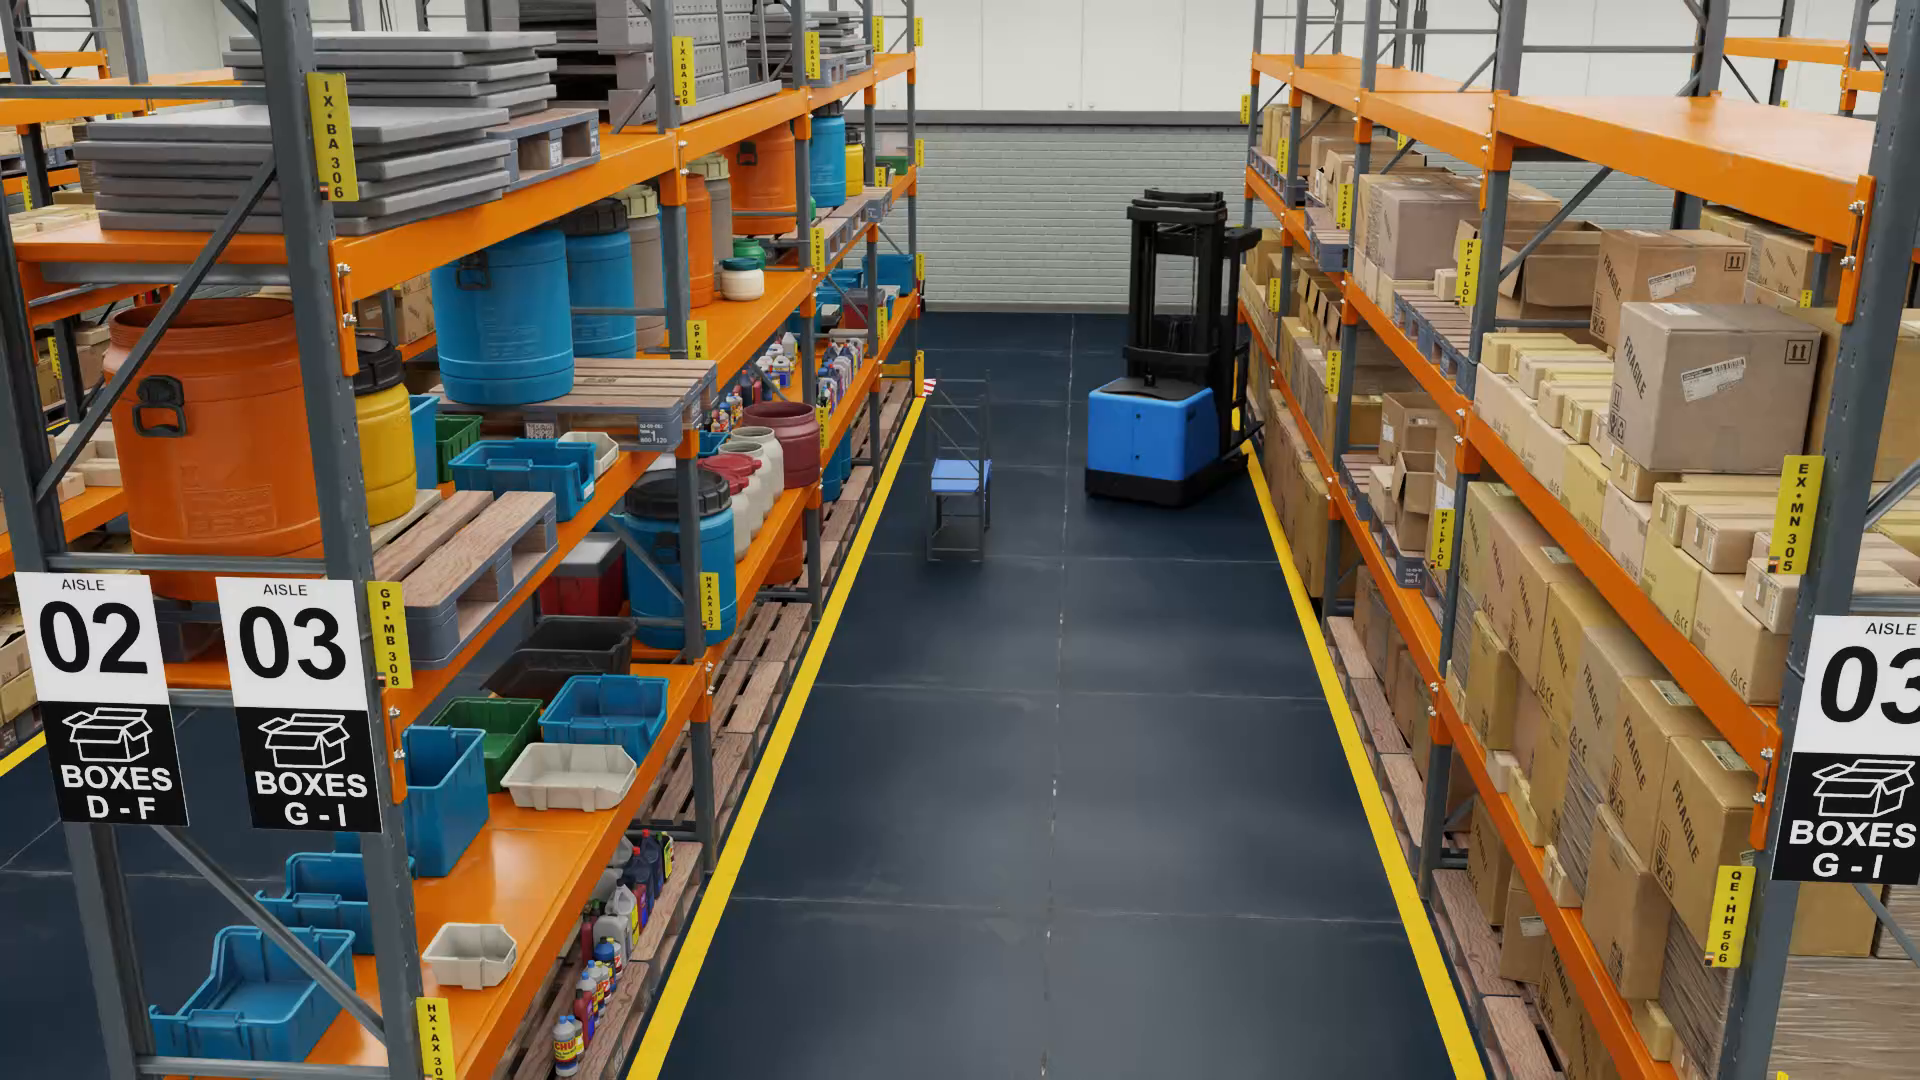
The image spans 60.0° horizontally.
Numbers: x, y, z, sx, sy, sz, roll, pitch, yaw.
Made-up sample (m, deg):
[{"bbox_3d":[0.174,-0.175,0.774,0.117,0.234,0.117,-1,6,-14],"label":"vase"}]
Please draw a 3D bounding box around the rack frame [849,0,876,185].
[{"bbox_3d":[-1.322,-4.888,15.716,1.000,3.000,0.127,1,18,4],"label":"rack frame"}]

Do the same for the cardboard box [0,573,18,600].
[{"bbox_3d":[-6.948,0.412,12.017,0.500,0.311,0.500,1,18,2],"label":"cardboard box"}]

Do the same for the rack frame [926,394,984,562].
[{"bbox_3d":[-0.043,-0.528,14.454,0.500,1.500,0.032,1,18,4],"label":"rack frame"}]

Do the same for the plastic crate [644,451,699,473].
[{"bbox_3d":[-2.030,-0.330,11.338,0.402,0.464,0.583,1,18,4],"label":"plastic crate"}]

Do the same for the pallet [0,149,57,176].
[{"bbox_3d":[-11.045,-4.274,18.800,1.003,0.211,1.213,1,18,4],"label":"pallet"}]

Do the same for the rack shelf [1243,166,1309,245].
[{"bbox_3d":[3.761,-3.632,17.854,1.077,0.370,4.000,1,18,4],"label":"rack shelf"}]

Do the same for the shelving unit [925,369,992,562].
[{"bbox_3d":[-0.006,-0.686,14.936,0.538,1.500,1.048,1,18,4],"label":"shelving unit"}]

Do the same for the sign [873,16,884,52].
[{"bbox_3d":[-0.774,-4.776,15.710,0.100,0.325,0.005,1,18,4],"label":"sign"}]

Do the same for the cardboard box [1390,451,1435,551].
[{"bbox_3d":[3.077,-0.231,10.298,0.797,0.503,0.637,3,18,10],"label":"cardboard box"}]

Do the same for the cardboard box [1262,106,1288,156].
[{"bbox_3d":[3.760,-4.554,18.519,0.700,0.500,0.500,1,18,2],"label":"cardboard box"}]

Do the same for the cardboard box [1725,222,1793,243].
[{"bbox_3d":[8.425,-3.081,17.592,0.500,0.500,0.500,1,18,2],"label":"cardboard box"}]

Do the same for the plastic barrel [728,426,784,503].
[{"bbox_3d":[-1.470,-0.524,11.852,0.421,0.512,0.421,0,18,0],"label":"plastic barrel"}]

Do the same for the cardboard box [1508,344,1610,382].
[{"bbox_3d":[2.763,-0.807,7.680,0.380,0.149,0.250,0,18,1],"label":"cardboard box"}]

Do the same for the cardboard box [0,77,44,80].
[{"bbox_3d":[-11.210,-5.237,19.800,0.500,0.500,0.500,1,18,2],"label":"cardboard box"}]

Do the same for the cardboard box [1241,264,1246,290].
[{"bbox_3d":[3.601,-3.096,19.645,0.500,0.250,0.500,1,18,2],"label":"cardboard box"}]

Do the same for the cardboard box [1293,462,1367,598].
[{"bbox_3d":[3.401,-0.088,13.440,1.225,0.875,0.875,0,18,1],"label":"cardboard box"}]

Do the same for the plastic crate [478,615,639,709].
[{"bbox_3d":[-2.060,0.637,8.590,0.767,0.338,0.504,1,18,4],"label":"plastic crate"}]

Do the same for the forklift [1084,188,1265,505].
[{"bbox_3d":[2.388,-2.141,17.078,1.130,2.935,3.031,10,20,27],"label":"forklift"}]

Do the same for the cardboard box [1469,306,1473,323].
[{"bbox_3d":[3.012,-1.297,9.117,0.396,0.266,0.258,2,18,6],"label":"cardboard box"}]

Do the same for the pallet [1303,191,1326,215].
[{"bbox_3d":[3.601,-2.975,15.003,0.805,0.209,1.217,1,18,2],"label":"pallet"}]

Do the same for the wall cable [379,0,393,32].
[{"bbox_3d":[-7.457,-8.964,25.032,3.097,2.526,0.112,1,18,4],"label":"wall cable"}]

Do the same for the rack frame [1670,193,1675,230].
[{"bbox_3d":[8.845,-3.027,19.671,1.000,3.000,0.127,1,18,4],"label":"rack frame"}]

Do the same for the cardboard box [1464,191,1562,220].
[{"bbox_3d":[3.470,-1.928,10.537,0.500,0.500,0.500,2,18,5],"label":"cardboard box"}]

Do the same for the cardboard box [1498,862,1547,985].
[{"bbox_3d":[2.942,1.848,8.134,0.500,0.500,0.500,7,20,21],"label":"cardboard box"}]

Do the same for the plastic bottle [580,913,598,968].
[{"bbox_3d":[-1.813,1.944,8.157,0.061,0.283,0.133,1,18,4],"label":"plastic bottle"}]

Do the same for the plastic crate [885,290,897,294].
[{"bbox_3d":[-0.949,-2.836,19.415,0.396,0.136,0.243,1,18,4],"label":"plastic crate"}]

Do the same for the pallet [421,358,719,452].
[{"bbox_3d":[-1.850,-0.662,7.940,1.213,0.211,1.003,1,18,4],"label":"pallet"}]

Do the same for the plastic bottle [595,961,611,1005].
[{"bbox_3d":[-1.703,2.086,7.854,0.097,0.201,0.097,0,18,0],"label":"plastic bottle"}]

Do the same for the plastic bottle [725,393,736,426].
[{"bbox_3d":[-1.935,-1.097,13.988,0.097,0.271,0.097,0,18,0],"label":"plastic bottle"}]

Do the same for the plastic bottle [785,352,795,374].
[{"bbox_3d":[-1.636,-1.697,15.931,0.097,0.201,0.097,0,18,0],"label":"plastic bottle"}]

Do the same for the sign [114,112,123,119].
[{"bbox_3d":[-10.377,-5.293,20.474,0.100,0.325,0.005,1,18,4],"label":"sign"}]

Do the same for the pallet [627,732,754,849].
[{"bbox_3d":[-1.878,1.528,10.249,1.003,0.211,1.213,1,18,4],"label":"pallet"}]

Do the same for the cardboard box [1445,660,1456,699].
[{"bbox_3d":[2.729,0.737,8.586,0.380,0.149,0.250,1,18,4],"label":"cardboard box"}]

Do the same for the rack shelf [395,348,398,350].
[{"bbox_3d":[-6.406,-1.186,15.208,1.077,0.370,4.000,1,18,4],"label":"rack shelf"}]

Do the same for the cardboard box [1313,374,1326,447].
[{"bbox_3d":[3.161,-1.046,13.463,0.500,0.500,0.500,1,18,3],"label":"cardboard box"}]

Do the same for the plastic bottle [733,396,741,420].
[{"bbox_3d":[-1.921,-1.124,14.183,0.097,0.201,0.097,0,18,0],"label":"plastic bottle"}]

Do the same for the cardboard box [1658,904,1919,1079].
[{"bbox_3d":[2.824,1.441,5.396,0.875,0.500,0.500,1,18,4],"label":"cardboard box"}]

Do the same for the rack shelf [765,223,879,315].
[{"bbox_3d":[-1.466,-2.500,14.400,1.077,0.370,4.000,1,18,4],"label":"rack shelf"}]

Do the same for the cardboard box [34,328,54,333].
[{"bbox_3d":[-11.093,-2.487,20.321,0.380,0.149,0.250,1,18,4],"label":"cardboard box"}]

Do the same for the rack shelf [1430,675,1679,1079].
[{"bbox_3d":[2.901,1.521,6.947,1.077,0.370,4.000,1,18,4],"label":"rack shelf"}]

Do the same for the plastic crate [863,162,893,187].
[{"bbox_3d":[-0.960,-3.780,17.362,0.497,0.269,0.590,1,18,4],"label":"plastic crate"}]

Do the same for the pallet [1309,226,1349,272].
[{"bbox_3d":[3.324,-2.221,12.698,1.213,0.211,1.003,2,18,6],"label":"pallet"}]

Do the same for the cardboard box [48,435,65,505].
[{"bbox_3d":[-6.653,-0.433,11.593,0.500,0.500,0.500,0,18,1],"label":"cardboard box"}]

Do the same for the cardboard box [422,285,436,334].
[{"bbox_3d":[-5.921,-2.508,17.926,0.500,0.500,0.500,2,18,5],"label":"cardboard box"}]

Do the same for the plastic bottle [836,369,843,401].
[{"bbox_3d":[-1.088,-1.396,14.879,0.061,0.283,0.133,1,18,4],"label":"plastic bottle"}]

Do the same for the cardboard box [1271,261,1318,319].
[{"bbox_3d":[3.384,-2.502,16.627,0.500,0.500,0.500,2,18,5],"label":"cardboard box"}]

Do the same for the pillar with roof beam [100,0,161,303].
[{"bbox_3d":[-7.292,-7.113,22.507,9.100,9.000,0.400,1,18,4],"label":"pillar with roof beam"}]

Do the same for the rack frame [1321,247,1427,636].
[{"bbox_3d":[3.331,-0.684,12.522,1.000,3.000,0.127,1,18,4],"label":"rack frame"}]

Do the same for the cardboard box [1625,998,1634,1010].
[{"bbox_3d":[2.591,1.593,5.976,0.380,0.149,0.250,1,18,4],"label":"cardboard box"}]

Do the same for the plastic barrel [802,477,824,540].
[{"bbox_3d":[-1.510,-0.352,14.704,0.600,0.588,0.708,1,18,4],"label":"plastic barrel"}]

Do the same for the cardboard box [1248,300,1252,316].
[{"bbox_3d":[3.478,-2.628,18.855,0.380,0.149,0.250,1,18,3],"label":"cardboard box"}]

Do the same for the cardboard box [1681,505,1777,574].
[{"bbox_3d":[2.512,-0.002,5.223,0.380,0.149,0.250,0,18,2],"label":"cardboard box"}]

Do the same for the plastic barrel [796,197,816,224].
[{"bbox_3d":[-1.304,-2.670,13.339,0.294,0.245,0.294,0,18,0],"label":"plastic barrel"}]

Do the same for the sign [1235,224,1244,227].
[{"bbox_3d":[3.352,-3.632,20.001,0.100,0.325,0.005,1,18,4],"label":"sign"}]
